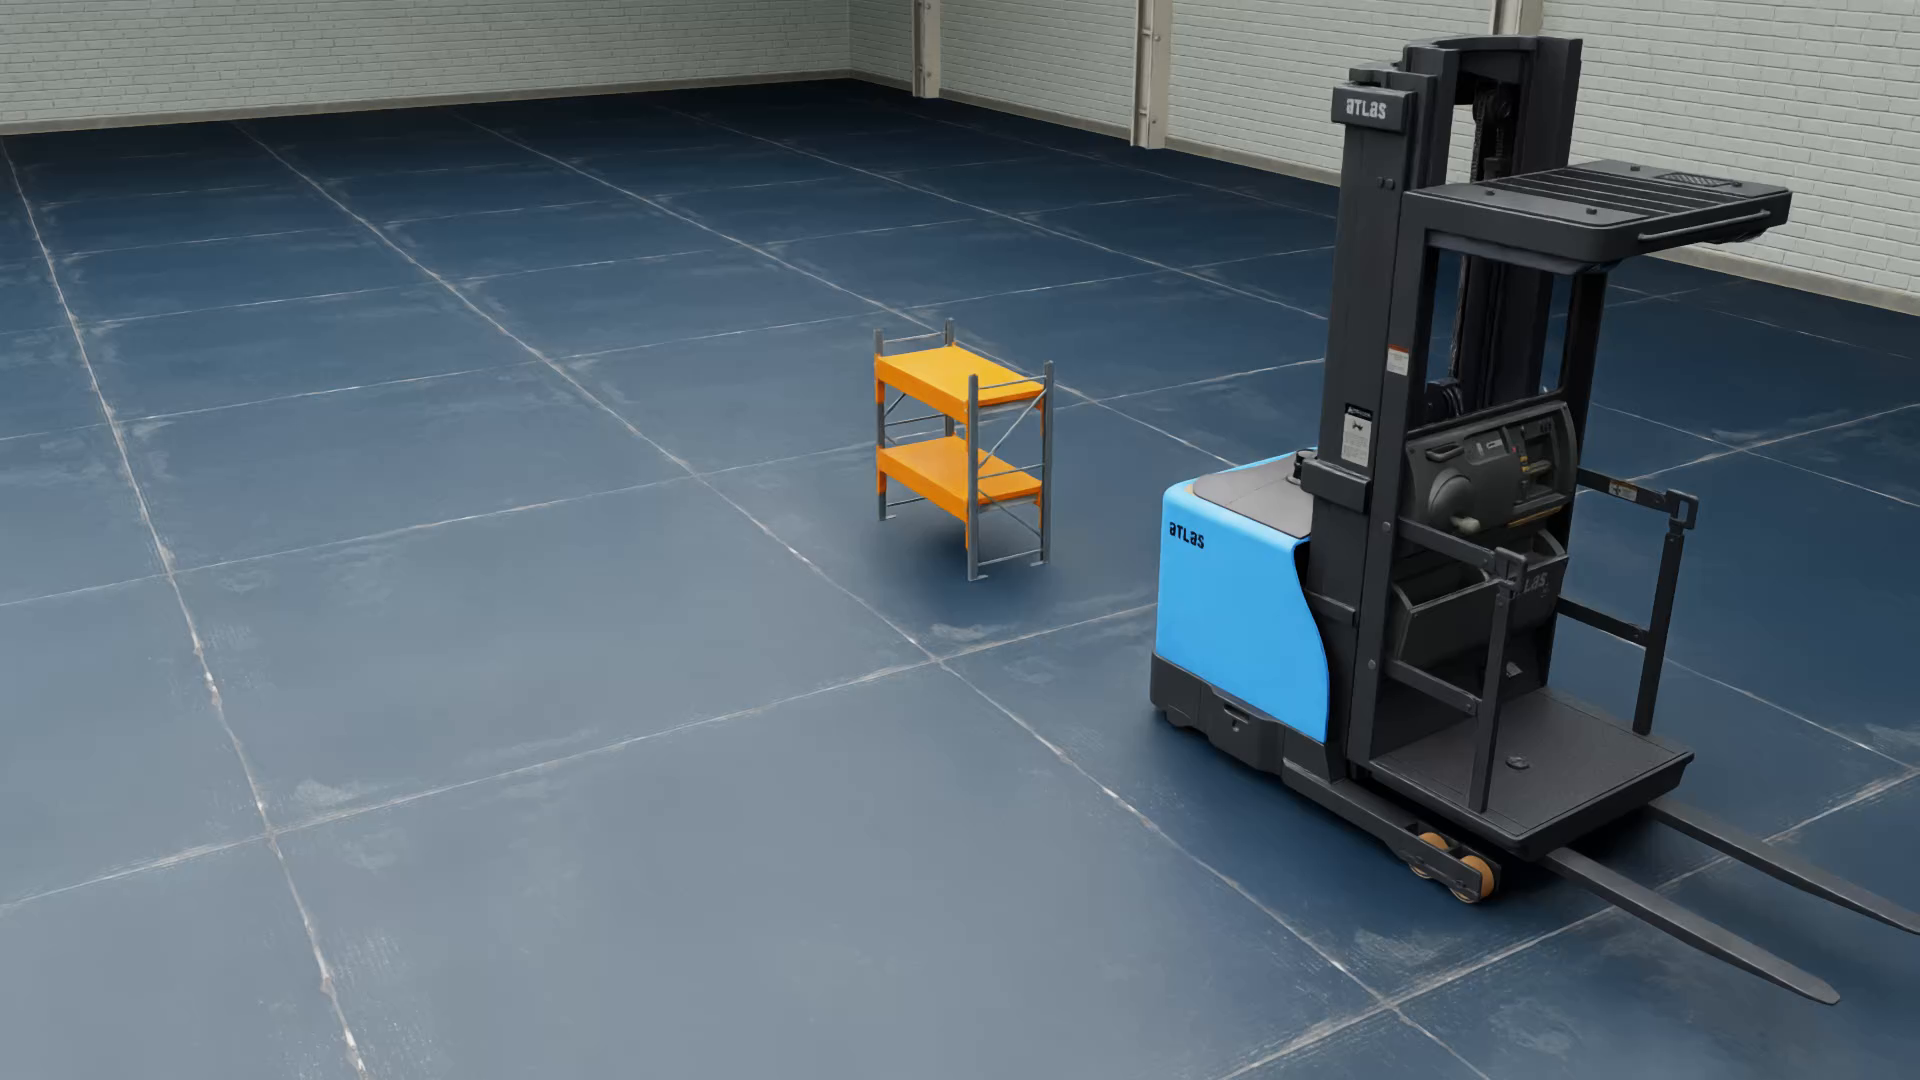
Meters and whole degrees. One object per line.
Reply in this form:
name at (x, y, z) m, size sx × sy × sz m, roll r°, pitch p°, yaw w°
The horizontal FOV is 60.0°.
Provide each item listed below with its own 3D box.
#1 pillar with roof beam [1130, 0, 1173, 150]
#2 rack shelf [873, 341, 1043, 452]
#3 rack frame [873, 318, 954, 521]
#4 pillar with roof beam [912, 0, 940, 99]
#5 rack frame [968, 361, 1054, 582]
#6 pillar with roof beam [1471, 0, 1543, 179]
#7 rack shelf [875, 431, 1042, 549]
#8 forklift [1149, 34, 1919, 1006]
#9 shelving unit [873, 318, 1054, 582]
pillar with roof beam at (-1.180, -8.612, 18.548) m, size 9.100 × 9.000 × 0.400 m, roll -13°, pitch 25°, yaw -28°
rack shelf at (0.003, -0.790, 8.984) m, size 0.538 × 0.278 × 1.000 m, roll -13°, pitch 25°, yaw -28°
rack frame at (-0.256, -0.683, 9.499) m, size 0.500 × 1.125 × 0.032 m, roll -13°, pitch 25°, yaw -28°
pillar with roof beam at (-4.245, -10.554, 23.326) m, size 9.100 × 9.000 × 0.400 m, roll -13°, pitch 25°, yaw -28°
rack frame at (0.263, -0.354, 8.689) m, size 0.500 × 1.125 × 0.032 m, roll -13°, pitch 25°, yaw -28°
pillar with roof beam at (1.884, -6.669, 13.769) m, size 9.100 × 9.000 × 0.400 m, roll -13°, pitch 25°, yaw -28°
rack shelf at (0.003, -0.292, 9.186) m, size 0.538 × 0.278 × 1.000 m, roll -13°, pitch 25°, yaw -28°
forklift at (2.105, -0.244, 6.019) m, size 1.130 × 2.935 × 3.031 m, roll -15°, pitch 27°, yaw -32°
shelving unit at (0.003, -0.519, 9.094) m, size 0.538 × 1.125 × 1.048 m, roll -13°, pitch 25°, yaw -28°
